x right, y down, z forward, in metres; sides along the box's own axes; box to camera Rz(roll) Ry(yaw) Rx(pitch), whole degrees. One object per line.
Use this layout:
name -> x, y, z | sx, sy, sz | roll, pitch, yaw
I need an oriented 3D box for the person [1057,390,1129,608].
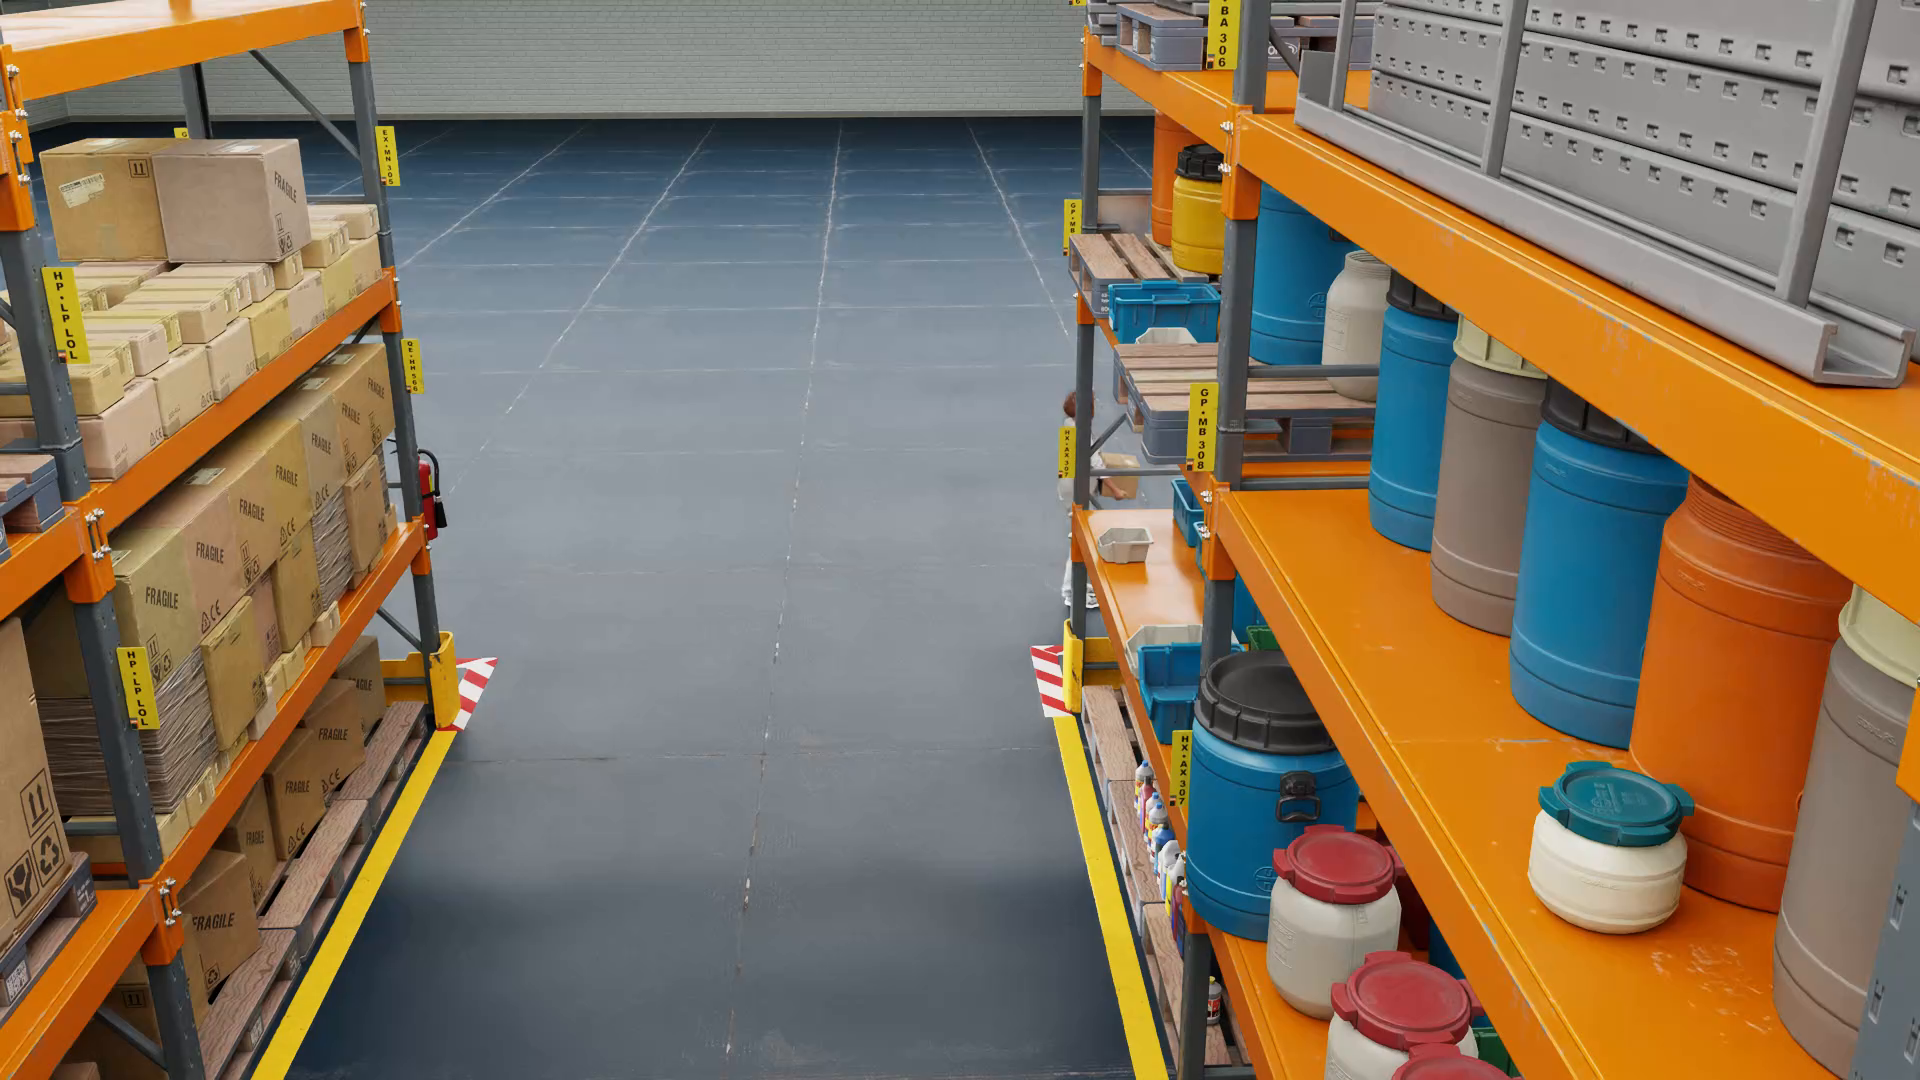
person -> 0.945, -0.307, 11.912 | 0.494, 1.599, 0.383 | -1, 21, -3
